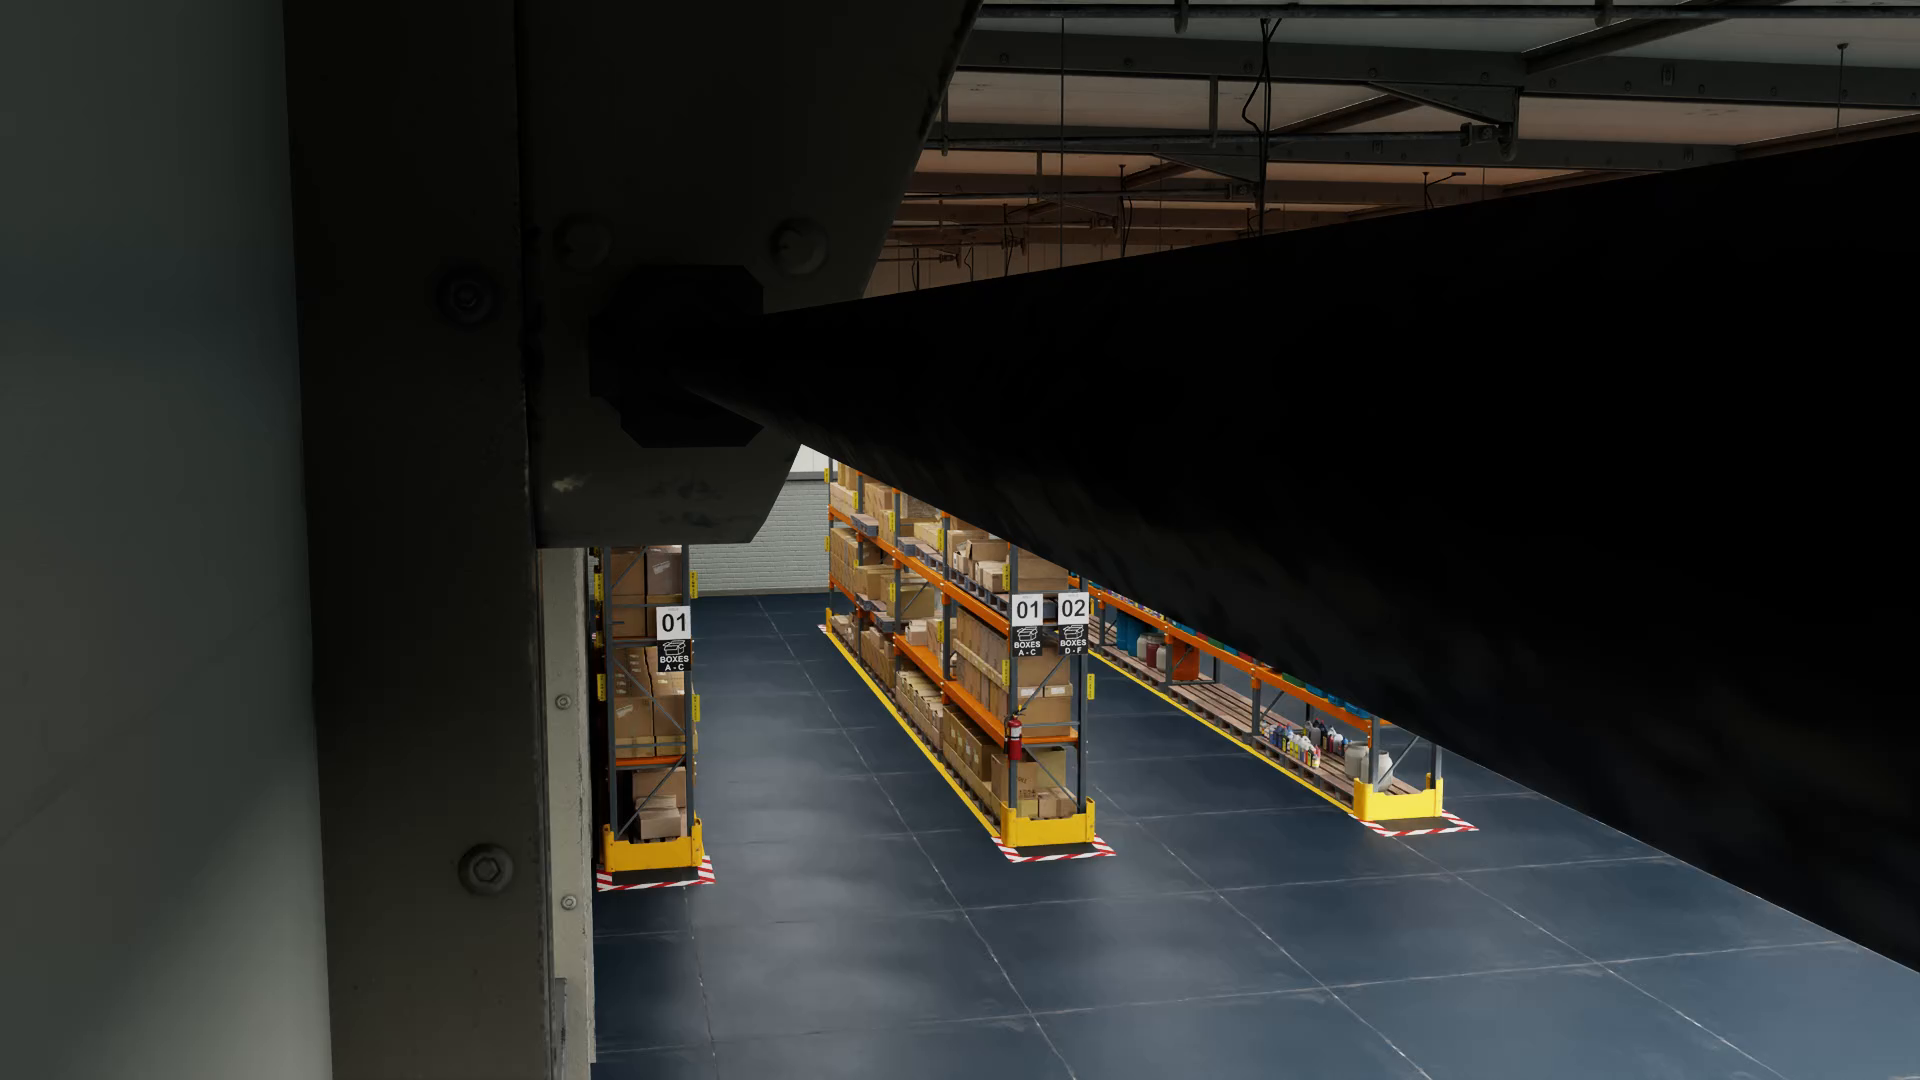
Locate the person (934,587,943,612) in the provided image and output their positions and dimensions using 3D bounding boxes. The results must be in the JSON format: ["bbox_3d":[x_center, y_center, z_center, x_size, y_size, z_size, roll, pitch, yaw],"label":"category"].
[{"bbox_3d":[-0.384,1.286,35.559,0.595,1.616,0.749,-2,7,-18],"label":"person"}]
